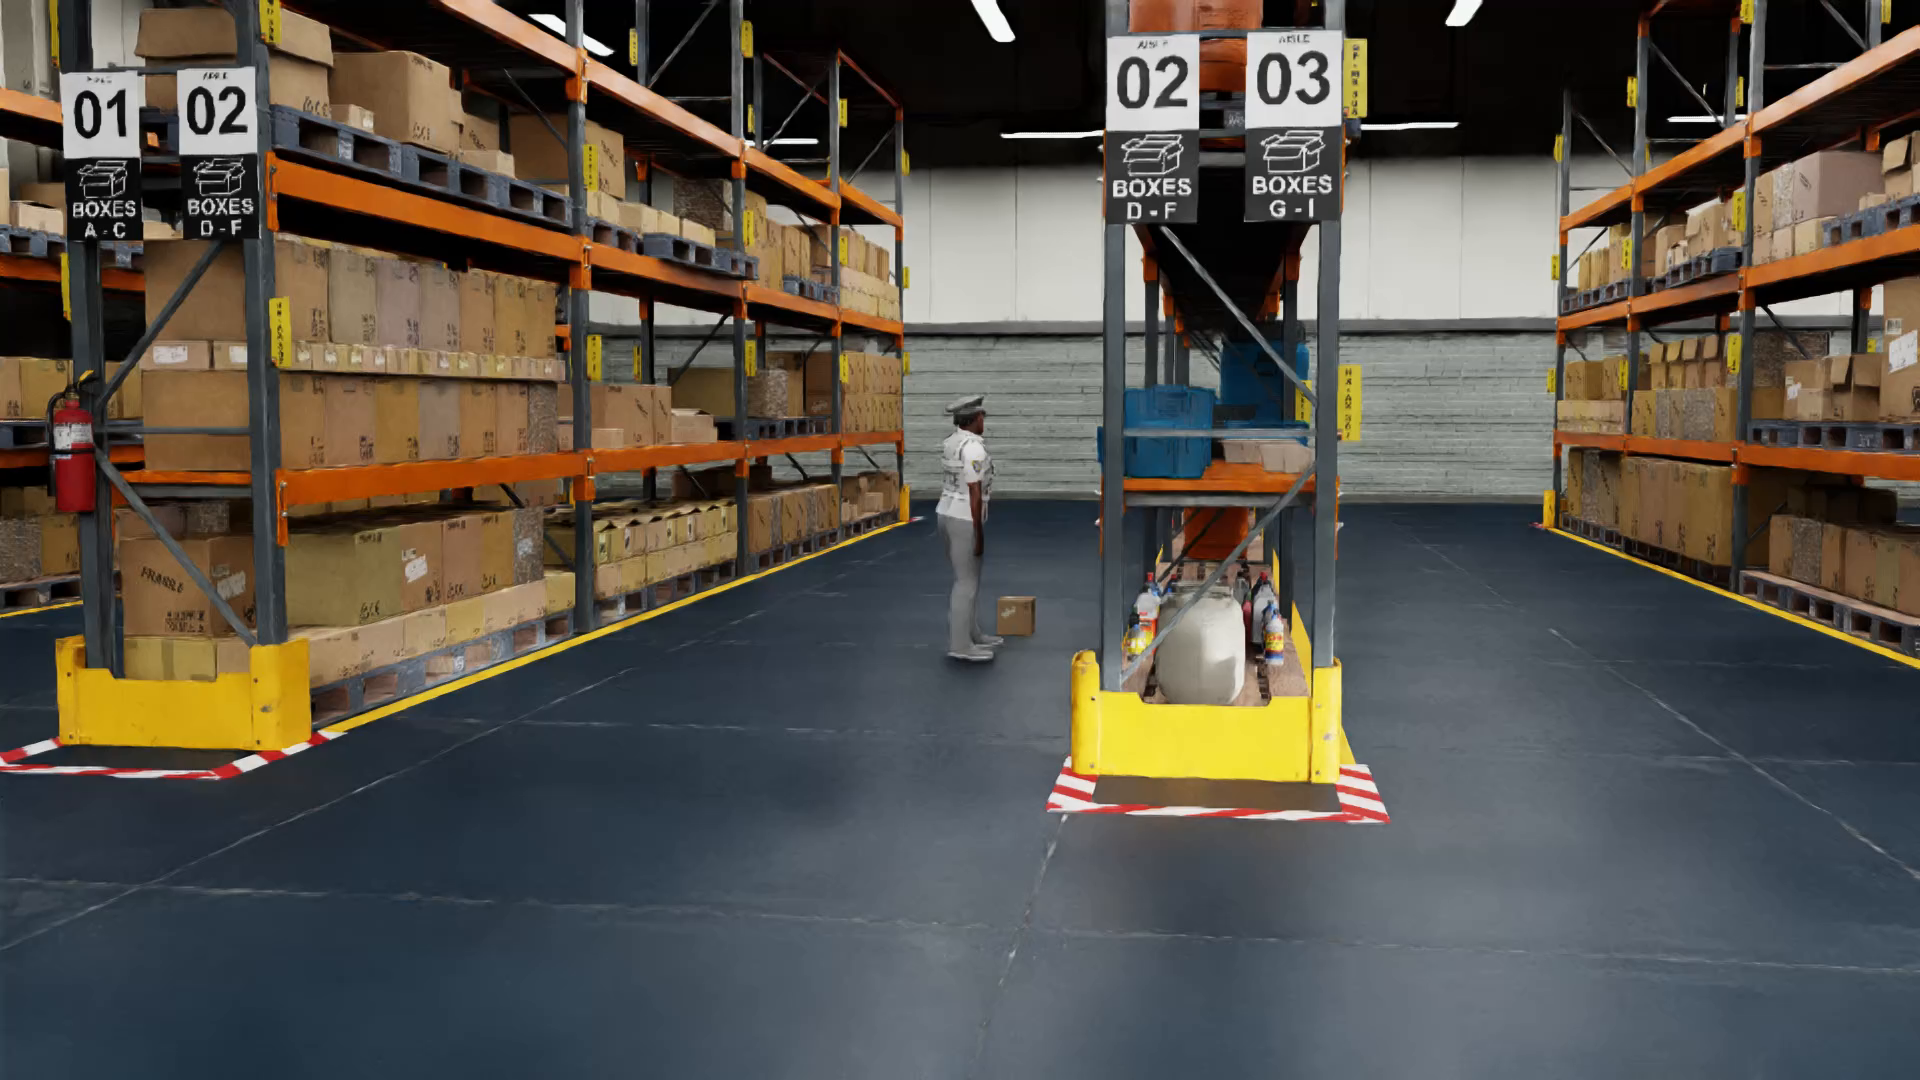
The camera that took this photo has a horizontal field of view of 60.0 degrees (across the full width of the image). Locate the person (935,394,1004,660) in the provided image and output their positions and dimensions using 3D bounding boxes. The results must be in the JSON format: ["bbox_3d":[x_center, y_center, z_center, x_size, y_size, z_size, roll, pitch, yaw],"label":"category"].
[{"bbox_3d":[0.106,-0.090,10.697,0.488,1.686,0.520,-2,5,-22],"label":"person"}]
